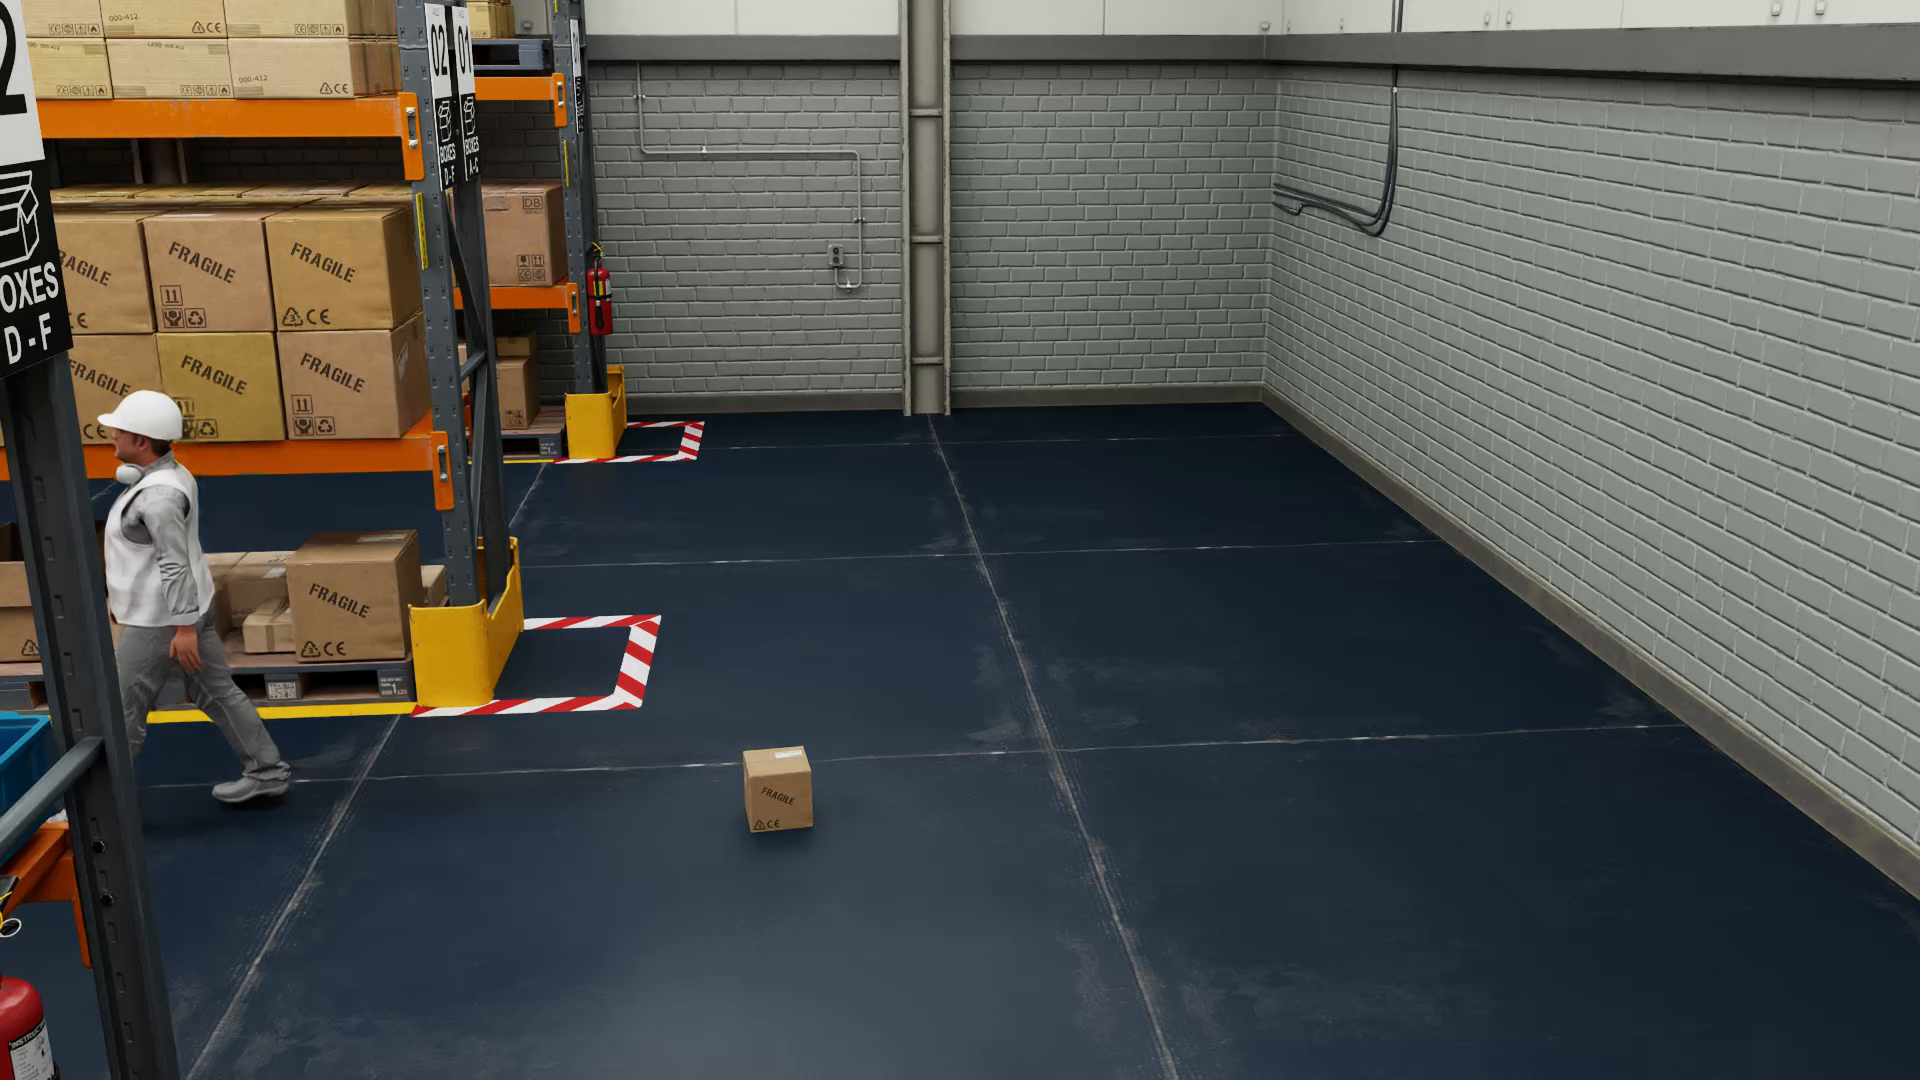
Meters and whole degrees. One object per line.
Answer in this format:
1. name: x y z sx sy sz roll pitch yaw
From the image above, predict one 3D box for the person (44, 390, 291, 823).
1. person: -3.228 0.267 6.552 0.950 1.730 0.577 -4 17 -13
